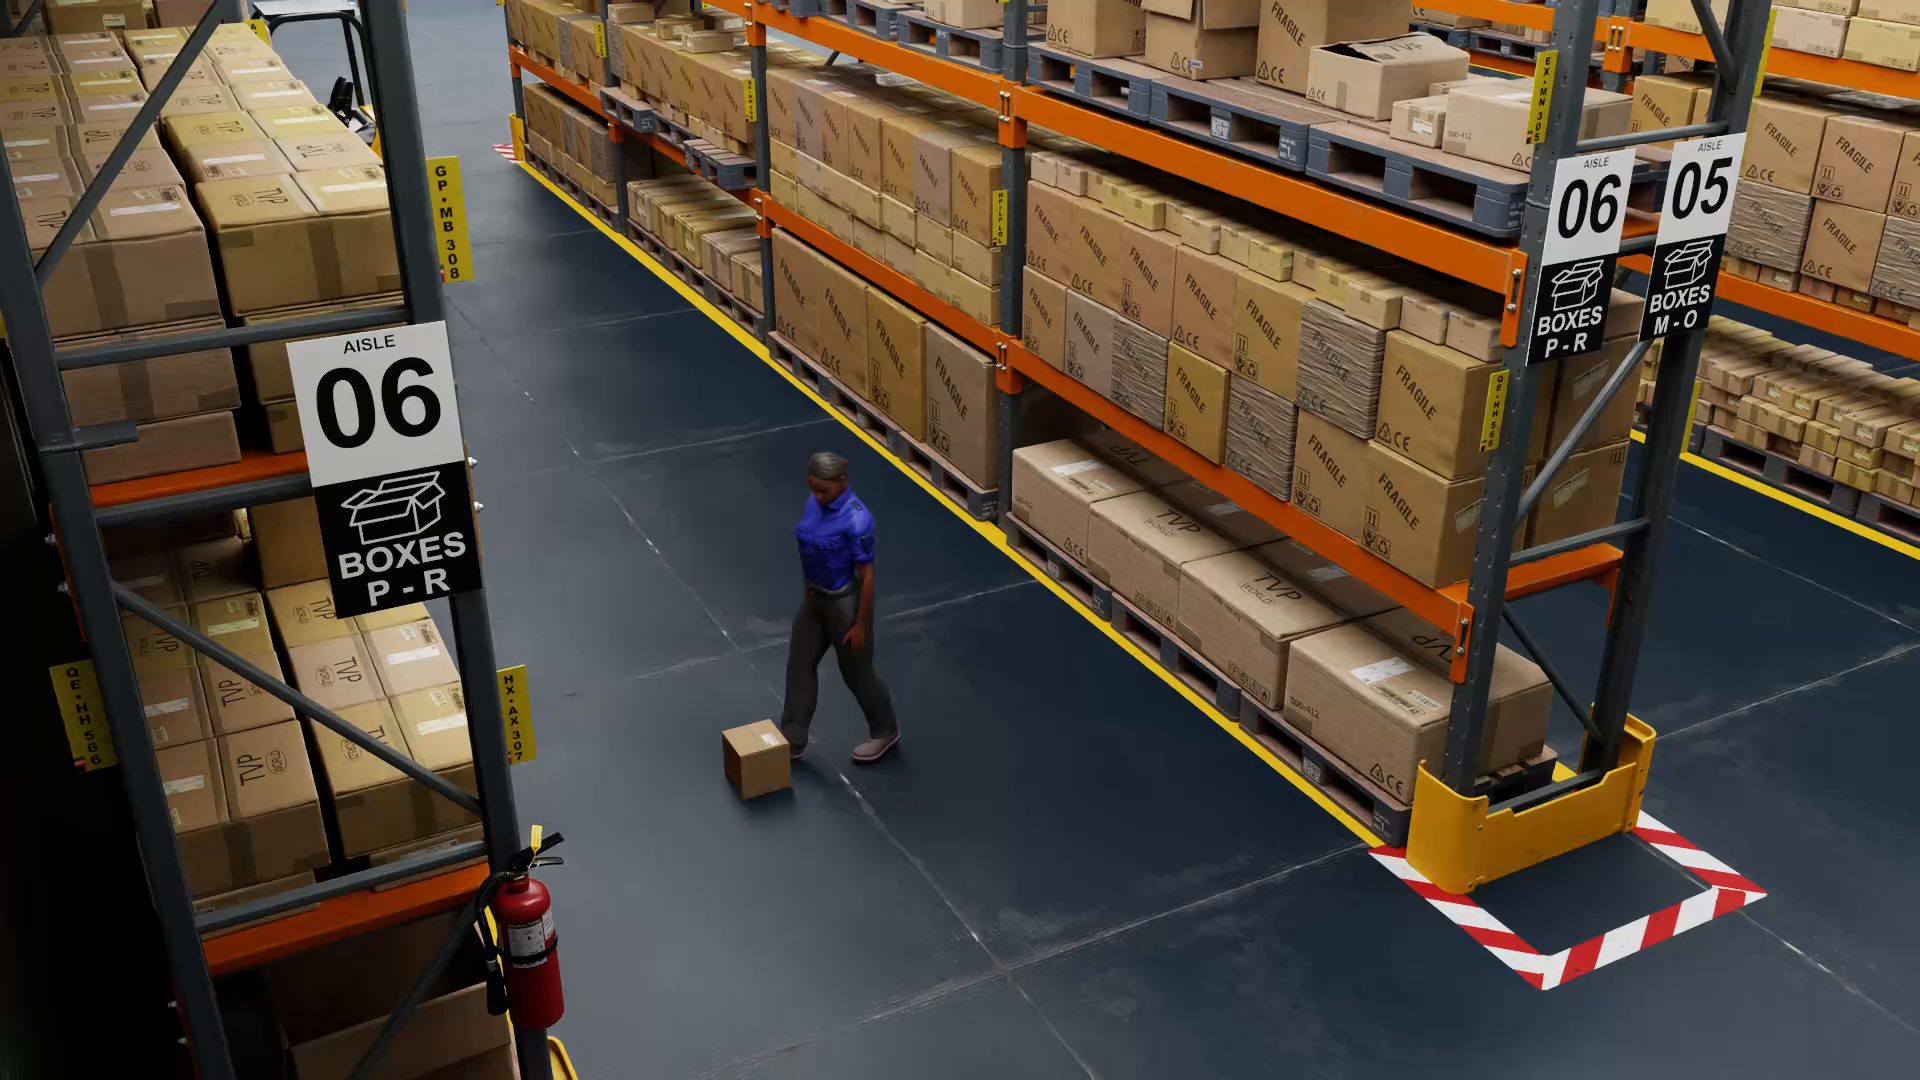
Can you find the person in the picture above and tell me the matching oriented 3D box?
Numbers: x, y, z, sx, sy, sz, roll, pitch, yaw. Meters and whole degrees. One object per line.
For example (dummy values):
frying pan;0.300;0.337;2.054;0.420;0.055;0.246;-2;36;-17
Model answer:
person;-0.645;0.354;7.872;0.730;1.619;0.490;-20;32;-35
